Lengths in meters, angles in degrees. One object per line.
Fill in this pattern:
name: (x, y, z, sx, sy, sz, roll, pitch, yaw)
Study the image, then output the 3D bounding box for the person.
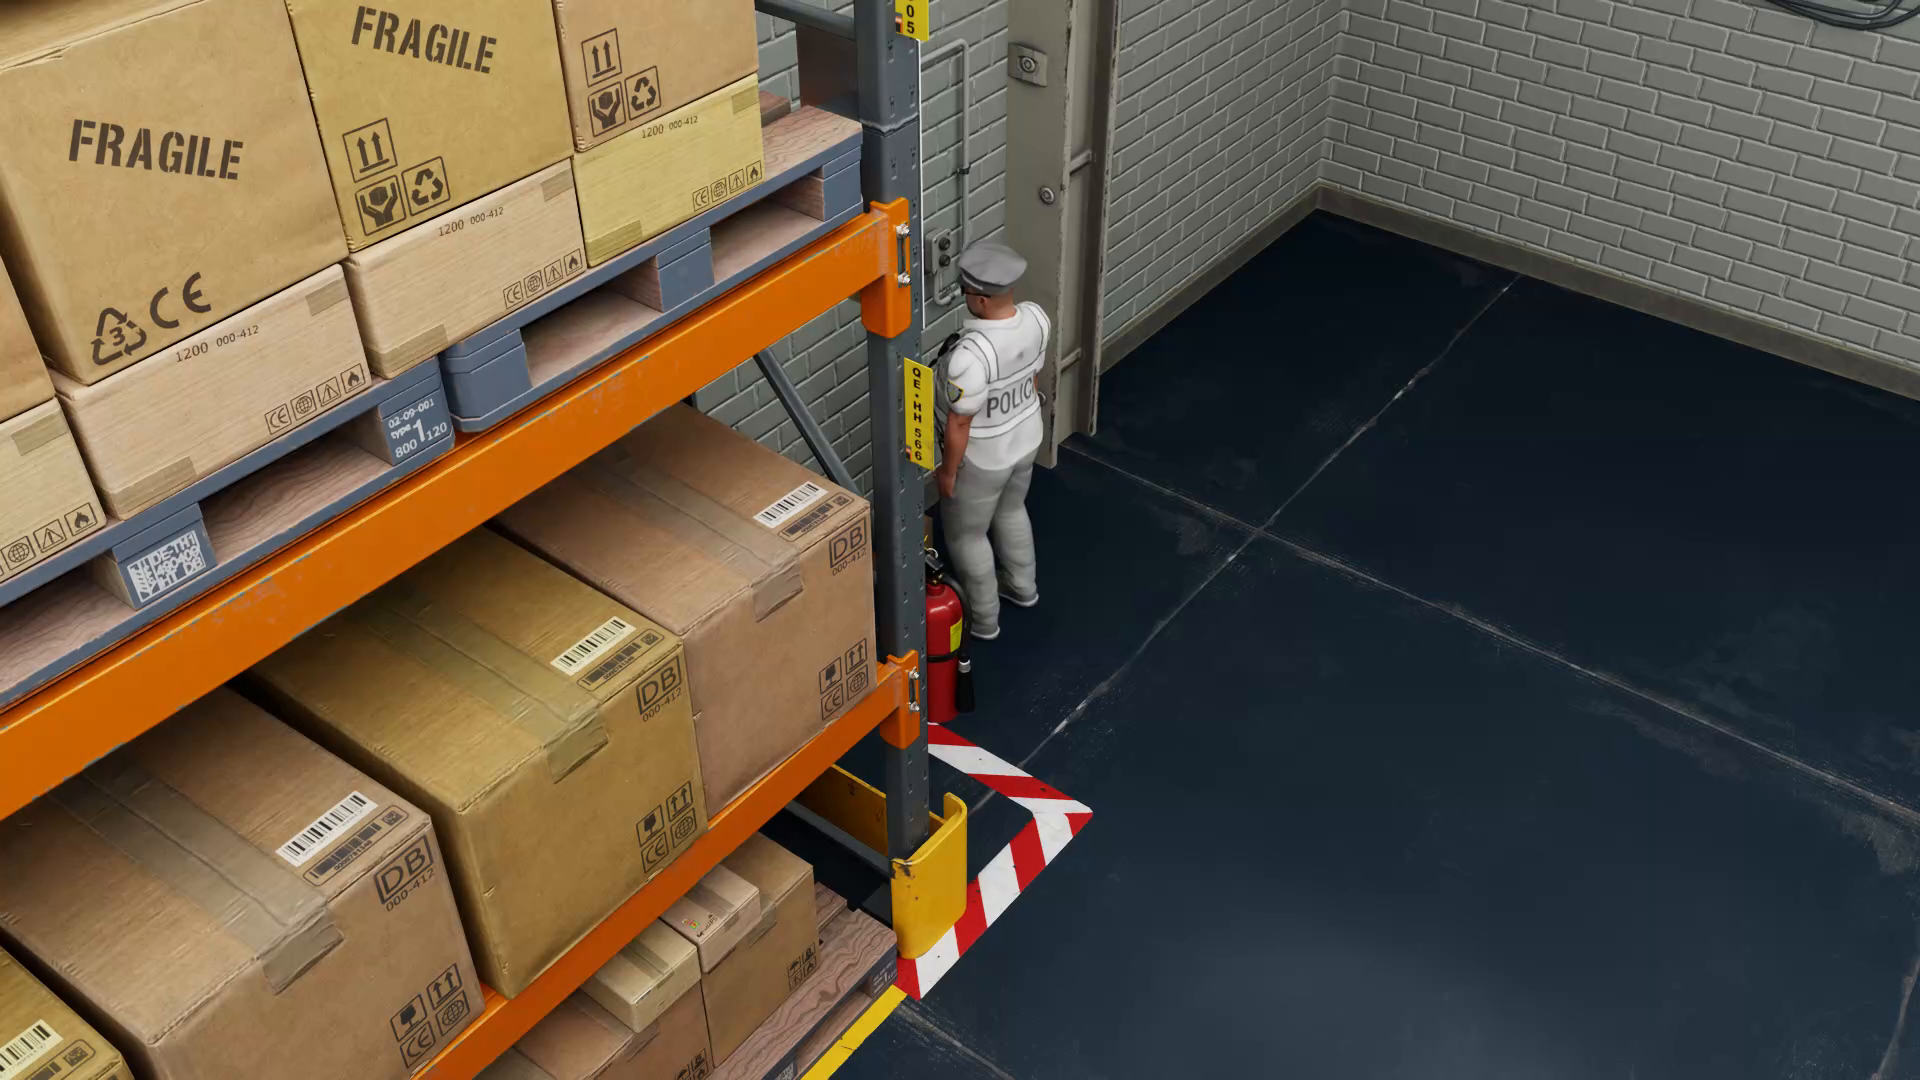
person: (0.097, -0.373, 6.620, 0.393, 1.751, 0.528, 27, 46, 29)
